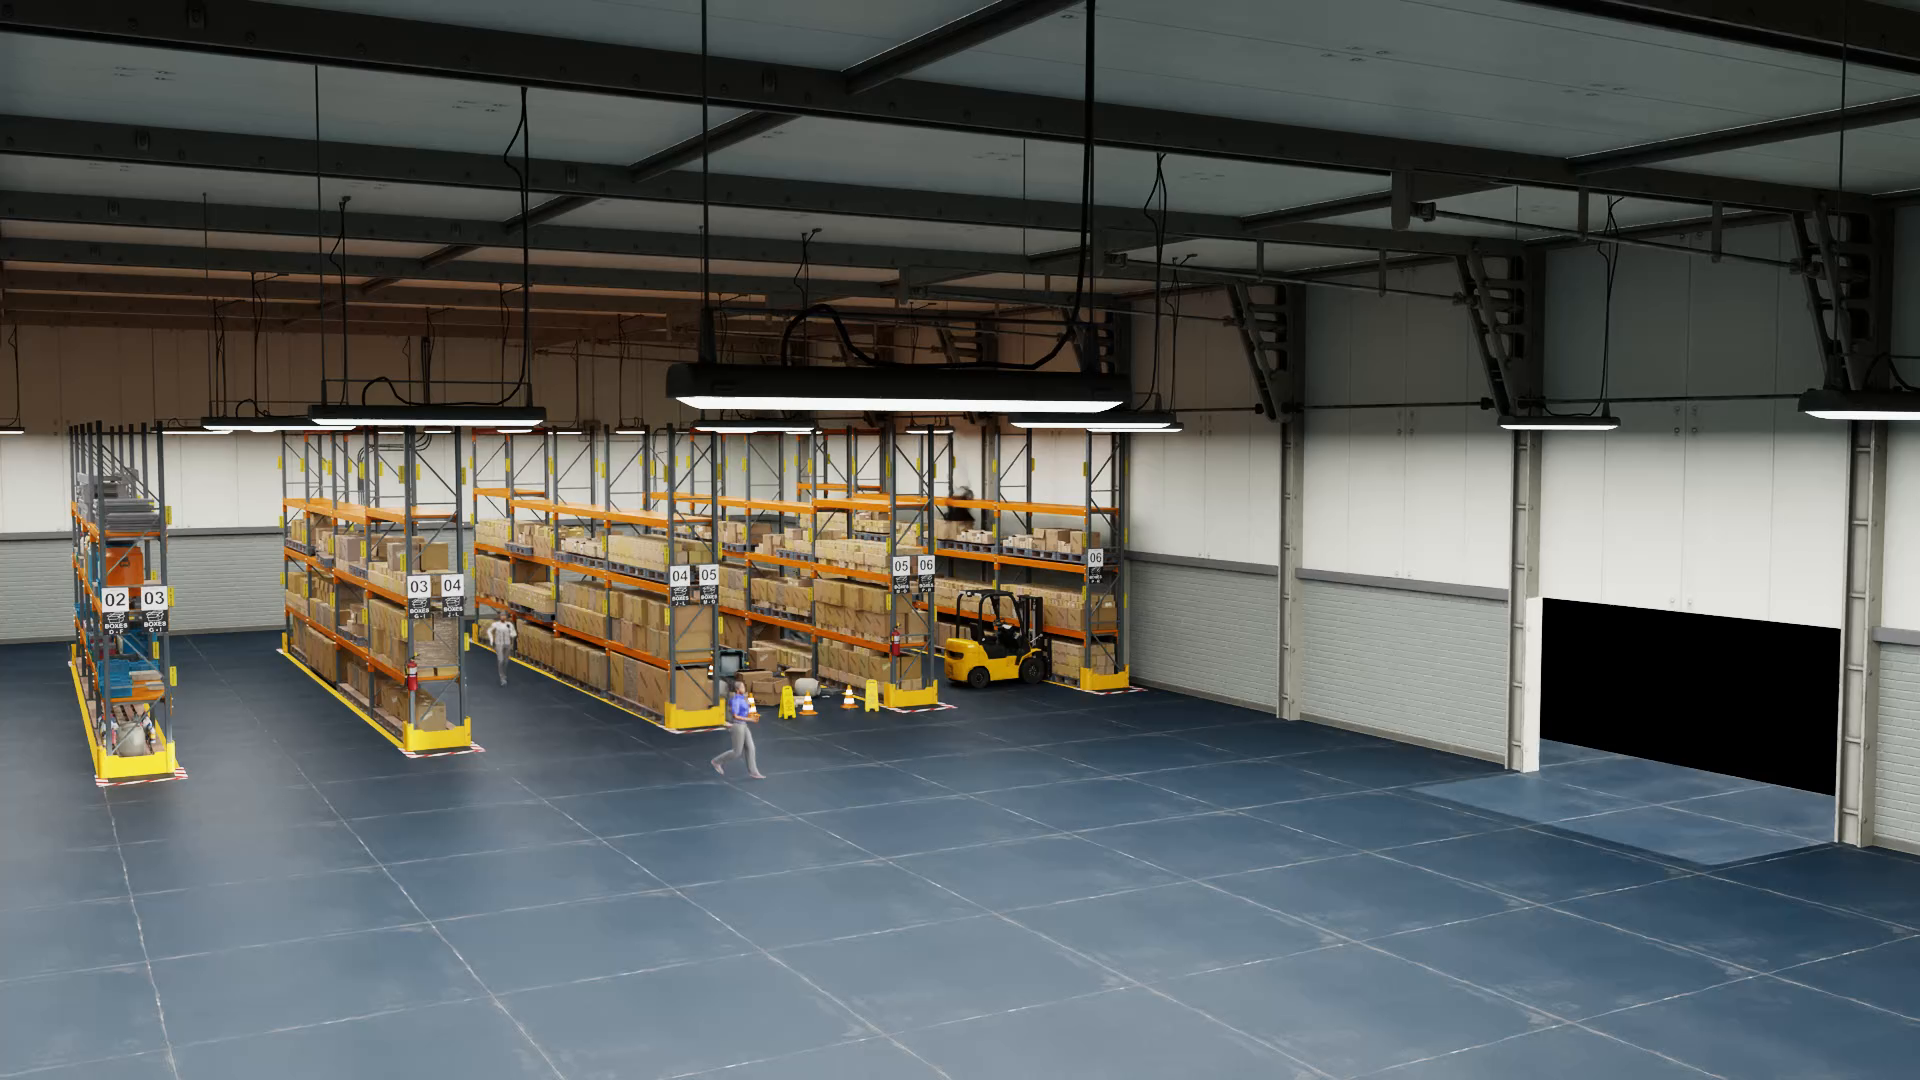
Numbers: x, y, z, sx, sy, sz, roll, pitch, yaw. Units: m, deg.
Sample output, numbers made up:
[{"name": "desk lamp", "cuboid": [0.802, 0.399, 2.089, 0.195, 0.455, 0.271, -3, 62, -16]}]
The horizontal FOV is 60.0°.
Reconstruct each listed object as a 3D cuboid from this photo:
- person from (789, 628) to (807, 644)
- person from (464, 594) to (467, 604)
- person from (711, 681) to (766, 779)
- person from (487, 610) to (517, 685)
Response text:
[{"name": "person", "cuboid": [-4.360, 2.164, 44.414, 0.617, 1.653, 0.586, -3, 4, -38]}, {"name": "person", "cuboid": [-14.444, 1.957, 47.212, 0.711, 1.676, 0.899, 3, 4, 37]}, {"name": "person", "cuboid": [-3.705, 3.176, 27.765, 0.914, 1.656, 0.584, 0, 4, 4]}, {"name": "person", "cuboid": [-10.619, 2.464, 38.651, 0.599, 1.708, 0.860, -2, 4, -30]}]
